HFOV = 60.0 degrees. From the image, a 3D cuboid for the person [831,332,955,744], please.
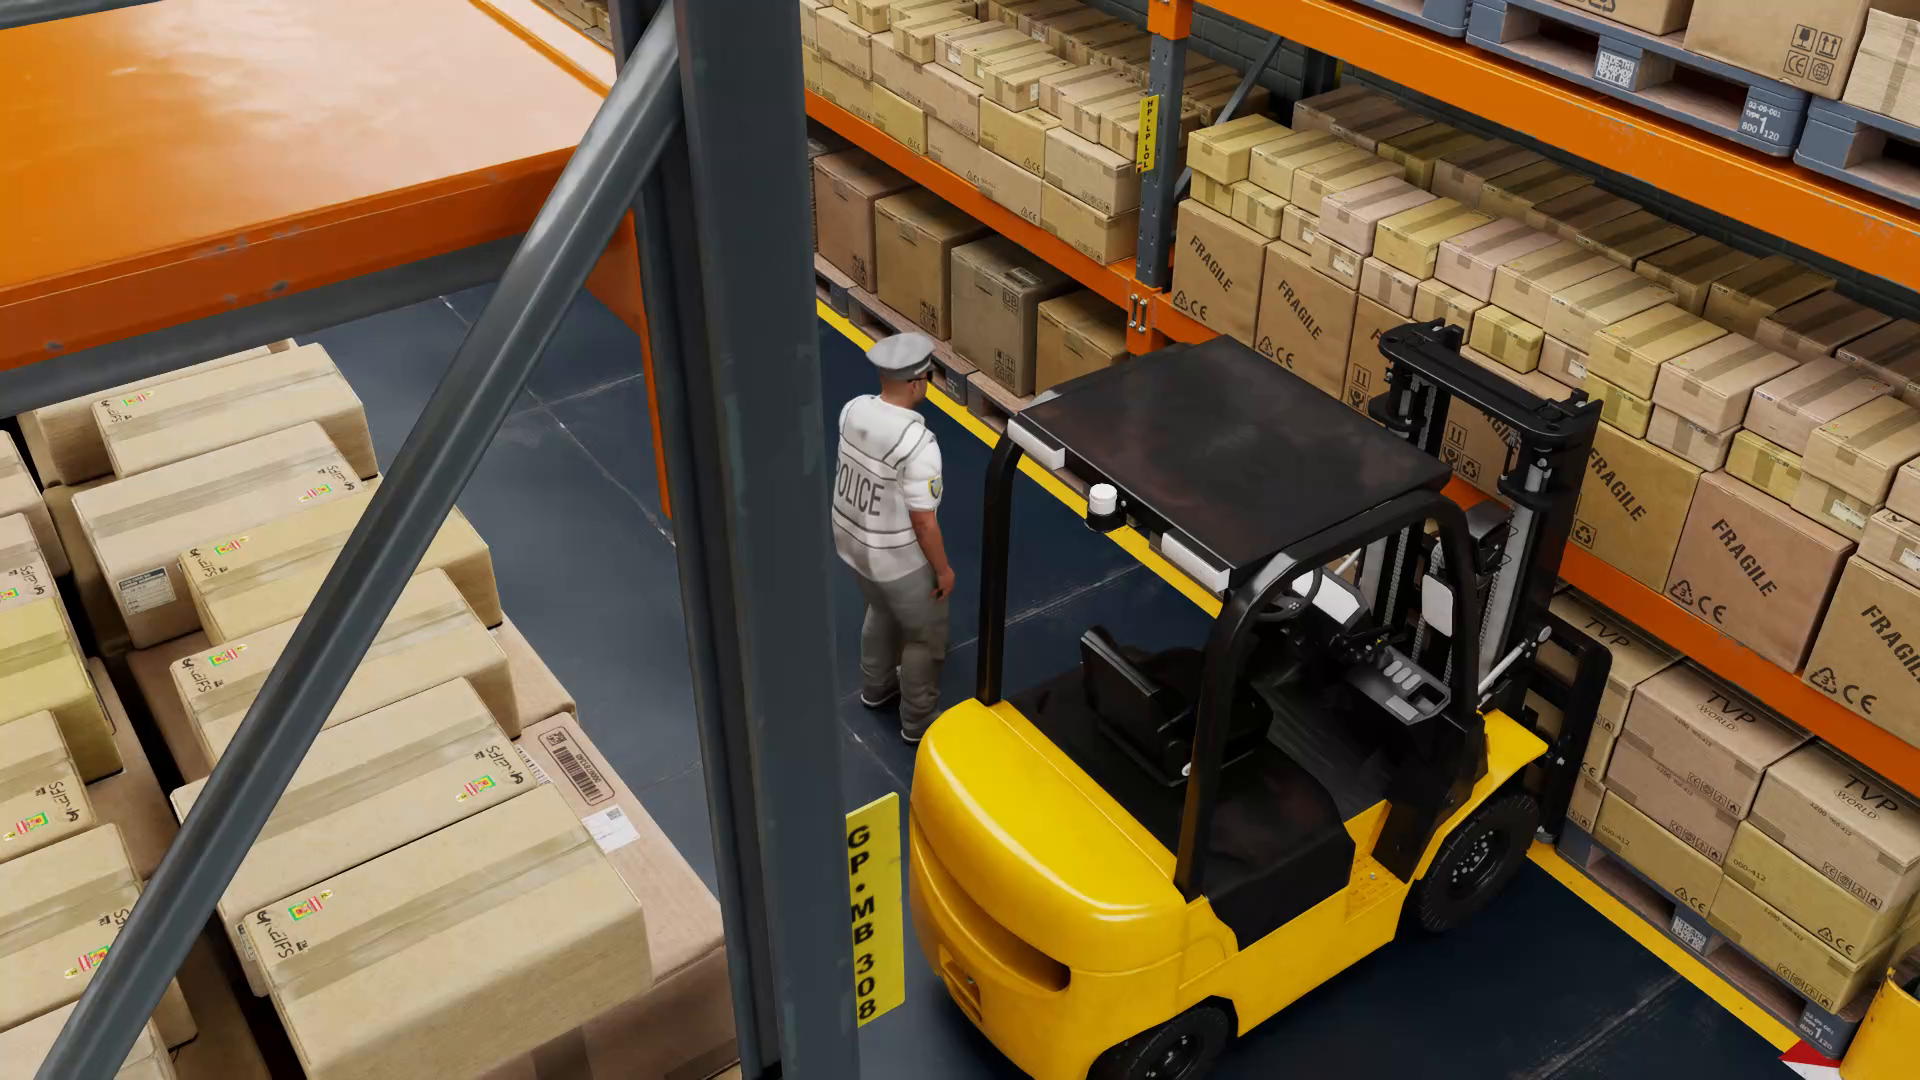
[{"bbox_3d":[-0.258,0.021,6.613,0.436,1.747,0.599,-25,43,-30],"label":"person"}]
